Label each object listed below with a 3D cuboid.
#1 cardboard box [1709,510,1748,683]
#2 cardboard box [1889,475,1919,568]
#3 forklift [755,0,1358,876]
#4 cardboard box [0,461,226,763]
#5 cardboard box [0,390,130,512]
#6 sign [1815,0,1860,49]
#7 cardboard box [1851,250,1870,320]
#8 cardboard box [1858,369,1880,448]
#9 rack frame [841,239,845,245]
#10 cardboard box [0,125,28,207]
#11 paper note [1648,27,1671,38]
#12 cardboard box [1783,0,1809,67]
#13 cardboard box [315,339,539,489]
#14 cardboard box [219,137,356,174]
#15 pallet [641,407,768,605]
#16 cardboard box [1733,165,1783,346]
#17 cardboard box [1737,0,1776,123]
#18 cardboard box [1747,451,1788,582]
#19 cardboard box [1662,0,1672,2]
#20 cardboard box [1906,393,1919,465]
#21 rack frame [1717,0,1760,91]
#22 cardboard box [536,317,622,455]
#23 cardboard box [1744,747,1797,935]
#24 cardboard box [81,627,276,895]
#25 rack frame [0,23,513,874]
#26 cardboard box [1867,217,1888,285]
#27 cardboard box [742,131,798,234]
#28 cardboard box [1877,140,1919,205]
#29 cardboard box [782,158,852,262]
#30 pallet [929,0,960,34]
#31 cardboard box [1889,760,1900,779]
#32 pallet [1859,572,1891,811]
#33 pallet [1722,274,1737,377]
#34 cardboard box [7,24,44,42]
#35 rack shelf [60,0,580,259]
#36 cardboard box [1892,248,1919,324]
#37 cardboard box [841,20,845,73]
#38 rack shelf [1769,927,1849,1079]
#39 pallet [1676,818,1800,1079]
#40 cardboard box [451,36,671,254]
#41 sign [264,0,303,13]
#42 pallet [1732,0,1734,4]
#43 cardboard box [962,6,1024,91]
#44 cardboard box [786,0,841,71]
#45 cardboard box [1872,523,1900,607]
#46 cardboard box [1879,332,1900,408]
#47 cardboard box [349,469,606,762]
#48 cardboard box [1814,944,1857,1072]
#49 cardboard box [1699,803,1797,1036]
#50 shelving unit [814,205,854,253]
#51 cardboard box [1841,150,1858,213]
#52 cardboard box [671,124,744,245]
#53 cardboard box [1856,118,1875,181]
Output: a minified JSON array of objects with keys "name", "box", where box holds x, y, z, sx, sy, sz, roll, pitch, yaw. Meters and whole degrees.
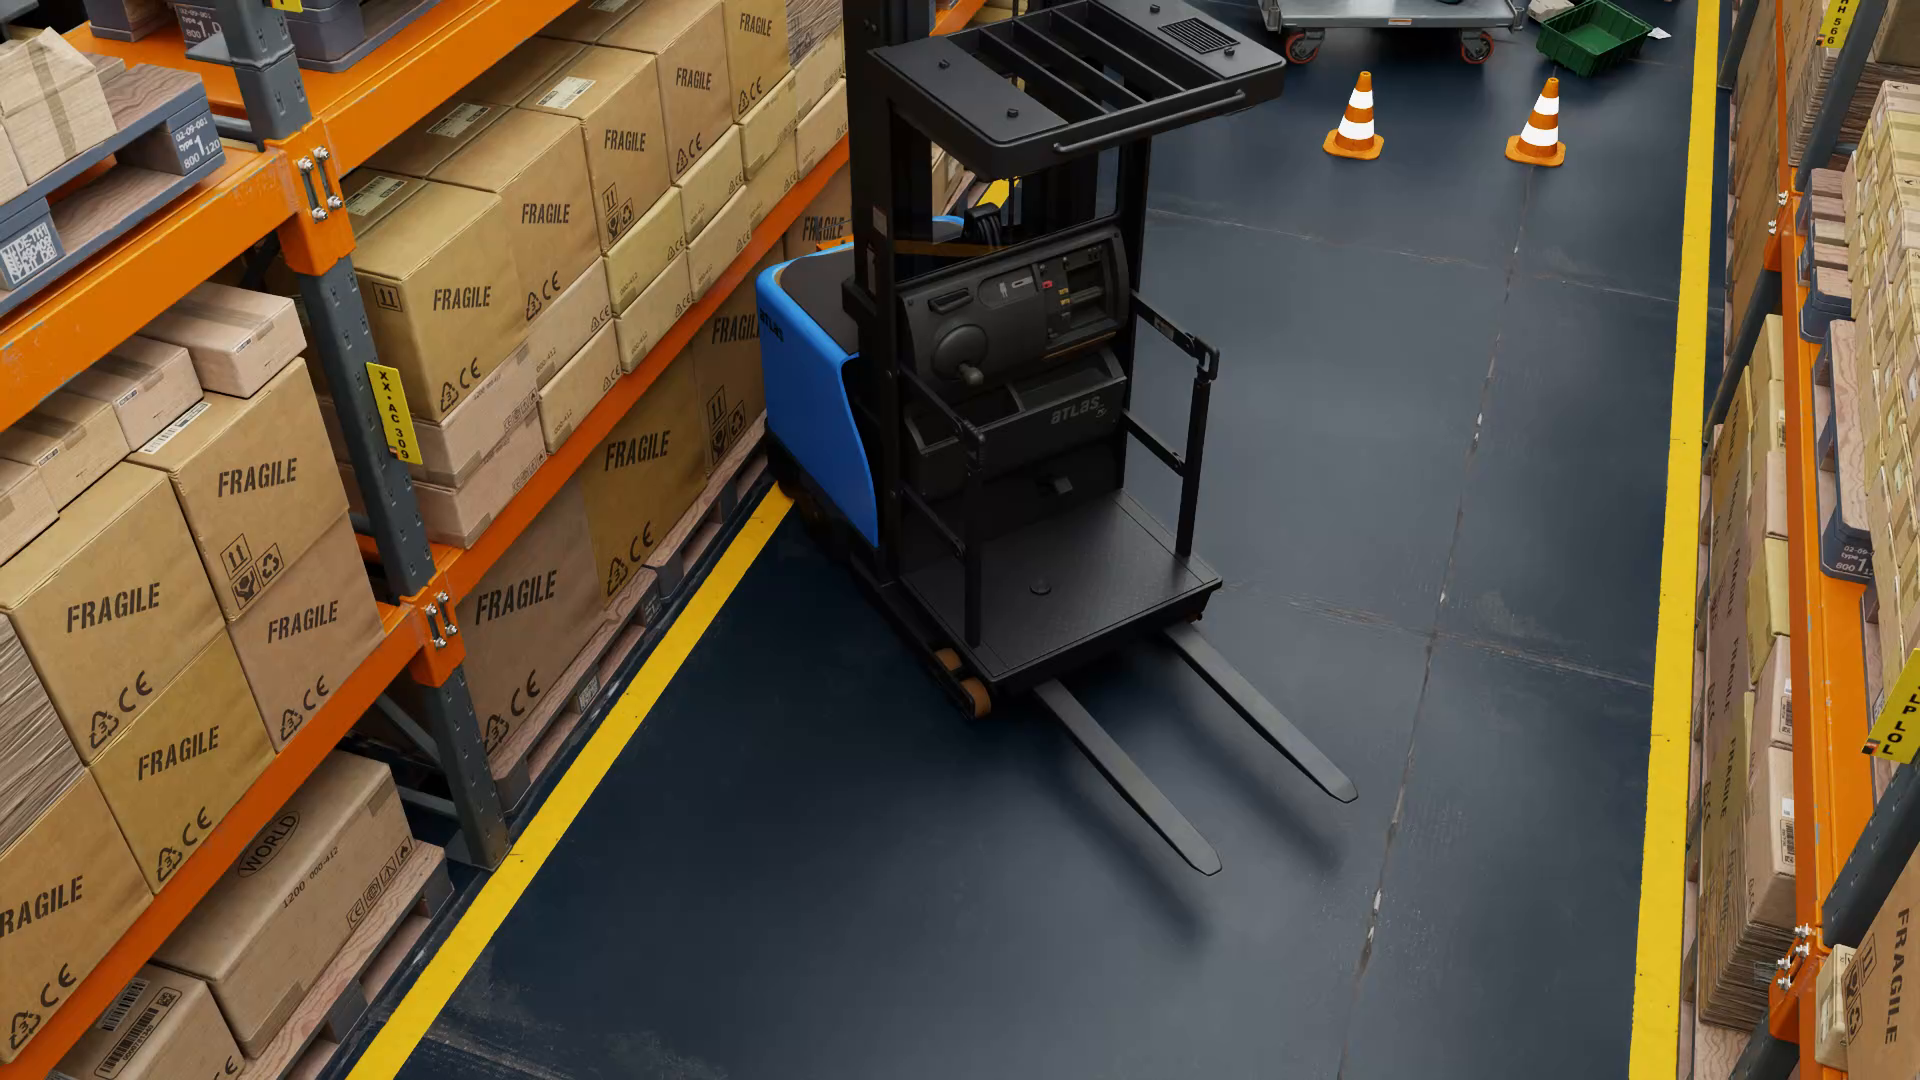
[{"name":"cardboard box","box":[3.141,0.274,6.220,0.500,0.500,0.500,12,42,14]},{"name":"cardboard box","box":[2.810,-0.017,4.600,0.380,0.149,0.250,12,42,14]},{"name":"forklift","box":[0.328,-0.768,5.891,1.130,2.935,3.031,-22,45,-23]},{"name":"cardboard box","box":[-2.175,0.127,3.942,0.500,0.500,0.500,13,42,14]},{"name":"cardboard box","box":[-2.185,-0.231,3.862,0.380,0.149,0.250,13,42,15]},{"name":"sign","box":[3.439,-2.075,6.479,0.100,0.325,0.005,13,42,15]},{"name":"cardboard box","box":[3.345,-0.856,5.813,0.380,0.149,0.250,15,43,17]},{"name":"cardboard box","box":[3.077,-0.382,5.257,0.380,0.149,0.250,12,42,14]},{"name":"rack frame","box":[-0.425,-0.920,7.520,0.200,1.050,0.008,-22,45,-24]},{"name":"cardboard box","box":[-2.100,-0.732,3.279,0.380,0.149,0.250,14,43,16]},{"name":"paper note","box":[4.709,-3.435,11.252,0.147,0.020,0.142,-13,42,-15]},{"name":"cardboard box","box":[4.206,-2.495,7.786,0.500,0.500,0.500,13,42,14]},{"name":"cardboard box","box":[-1.677,-0.450,5.197,0.500,0.250,0.500,12,42,14]},{"name":"cardboard box","box":[-2.005,-1.175,5.468,0.500,0.500,0.500,14,42,16]},{"name":"pallet","box":[-1.484,-0.284,7.420,1.003,0.211,1.213,13,42,15]},{"name":"cardboard box","box":[4.255,-1.169,7.719,1.050,0.750,0.750,13,42,14]},{"name":"cardboard box","box":[5.202,-2.859,9.699,1.050,0.750,0.750,13,42,15]},{"name":"cardboard box","box":[3.144,-0.033,6.002,0.500,0.250,0.500,14,42,15]},{"name":"cardboard box","box":[4.896,-4.178,11.760,0.500,0.500,0.500,21,45,22]},{"name":"cardboard box","box":[2.906,-0.283,4.682,0.380,0.149,0.250,12,42,14]},{"name":"rack frame","box":[5.330,-3.953,9.573,1.000,3.000,0.127,13,42,15]},{"name":"cardboard box","box":[-1.518,-0.580,5.734,0.500,0.250,0.500,12,42,14]},{"name":"cardboard box","box":[2.611,0.922,4.883,0.500,0.250,0.500,12,42,14]},{"name":"cardboard box","box":[-2.181,0.506,4.269,0.500,0.500,0.500,12,42,14]},{"name":"rack frame","box":[-2.092,-0.111,5.069,1.000,3.000,0.127,13,42,15]},{"name":"cardboard box","box":[3.343,-0.957,5.702,0.380,0.149,0.250,13,42,15]},{"name":"cardboard box","box":[-1.000,-1.509,6.823,0.500,0.250,0.500,13,42,15]},{"name":"cardboard box","box":[3.444,-1.252,5.818,0.380,0.149,0.250,13,42,15]},{"name":"cardboard box","box":[-1.039,-1.499,8.010,0.875,0.875,0.875,13,42,15]},{"name":"pallet","box":[-0.581,-2.936,8.528,1.213,0.211,1.003,13,42,15]},{"name":"cardboard box","box":[2.544,0.576,4.134,0.380,0.149,0.250,12,42,14]},{"name":"pallet","box":[2.992,0.565,4.424,1.003,0.211,1.213,13,42,15]},{"name":"pallet","box":[4.302,-0.917,8.162,1.003,0.211,1.213,13,42,15]},{"name":"cardboard box","box":[-5.321,-2.748,9.263,0.380,0.149,0.250,11,42,13]},{"name":"rack shelf","box":[-1.408,-2.198,5.759,1.077,0.370,4.000,13,42,15]},{"name":"cardboard box","box":[3.174,-0.763,5.245,0.380,0.149,0.250,15,43,16]},{"name":"cardboard box","box":[-0.651,-2.332,7.402,0.500,0.250,0.500,13,42,15]},{"name":"rack shelf","box":[1.910,2.420,2.657,1.077,0.370,4.000,13,42,15]},{"name":"pallet","box":[2.859,1.512,5.315,1.003,0.211,1.213,13,42,15]},{"name":"cardboard box","box":[-1.350,-1.356,5.680,0.500,0.500,0.500,12,42,14]},{"name":"sign","box":[-1.570,-1.357,3.759,0.100,0.325,0.005,13,42,15]},{"name":"pallet","box":[6.079,-4.085,11.876,1.003,0.211,1.213,13,42,15]},{"name":"cardboard box","box":[-0.012,-2.966,10.117,0.950,0.372,0.625,15,43,17]},{"name":"cardboard box","box":[-0.823,-2.281,6.765,0.500,0.500,0.500,14,42,16]},{"name":"cardboard box","box":[2.805,0.113,4.677,0.380,0.149,0.250,11,42,13]},{"name":"cardboard box","box":[3.080,-0.489,5.153,0.380,0.149,0.250,15,43,17]},{"name":"cardboard box","box":[-1.955,0.142,6.086,0.875,0.875,0.875,15,43,16]},{"name":"cardboard box","box":[2.190,1.122,3.818,0.380,0.149,0.250,15,43,17]},{"name":"cardboard box","box":[2.610,1.210,5.123,0.500,0.500,0.500,13,42,14]},{"name":"shelving unit","box":[-0.490,-0.987,7.598,0.215,1.050,0.252,-22,45,-24]},{"name":"cardboard box","box":[3.619,-1.350,6.391,0.380,0.149,0.250,13,42,14]},{"name":"cardboard box","box":[-1.156,-1.385,6.292,0.500,0.250,0.500,12,42,14]},{"name":"cardboard box","box":[3.608,-1.441,6.268,0.380,0.149,0.250,15,43,17]}]
